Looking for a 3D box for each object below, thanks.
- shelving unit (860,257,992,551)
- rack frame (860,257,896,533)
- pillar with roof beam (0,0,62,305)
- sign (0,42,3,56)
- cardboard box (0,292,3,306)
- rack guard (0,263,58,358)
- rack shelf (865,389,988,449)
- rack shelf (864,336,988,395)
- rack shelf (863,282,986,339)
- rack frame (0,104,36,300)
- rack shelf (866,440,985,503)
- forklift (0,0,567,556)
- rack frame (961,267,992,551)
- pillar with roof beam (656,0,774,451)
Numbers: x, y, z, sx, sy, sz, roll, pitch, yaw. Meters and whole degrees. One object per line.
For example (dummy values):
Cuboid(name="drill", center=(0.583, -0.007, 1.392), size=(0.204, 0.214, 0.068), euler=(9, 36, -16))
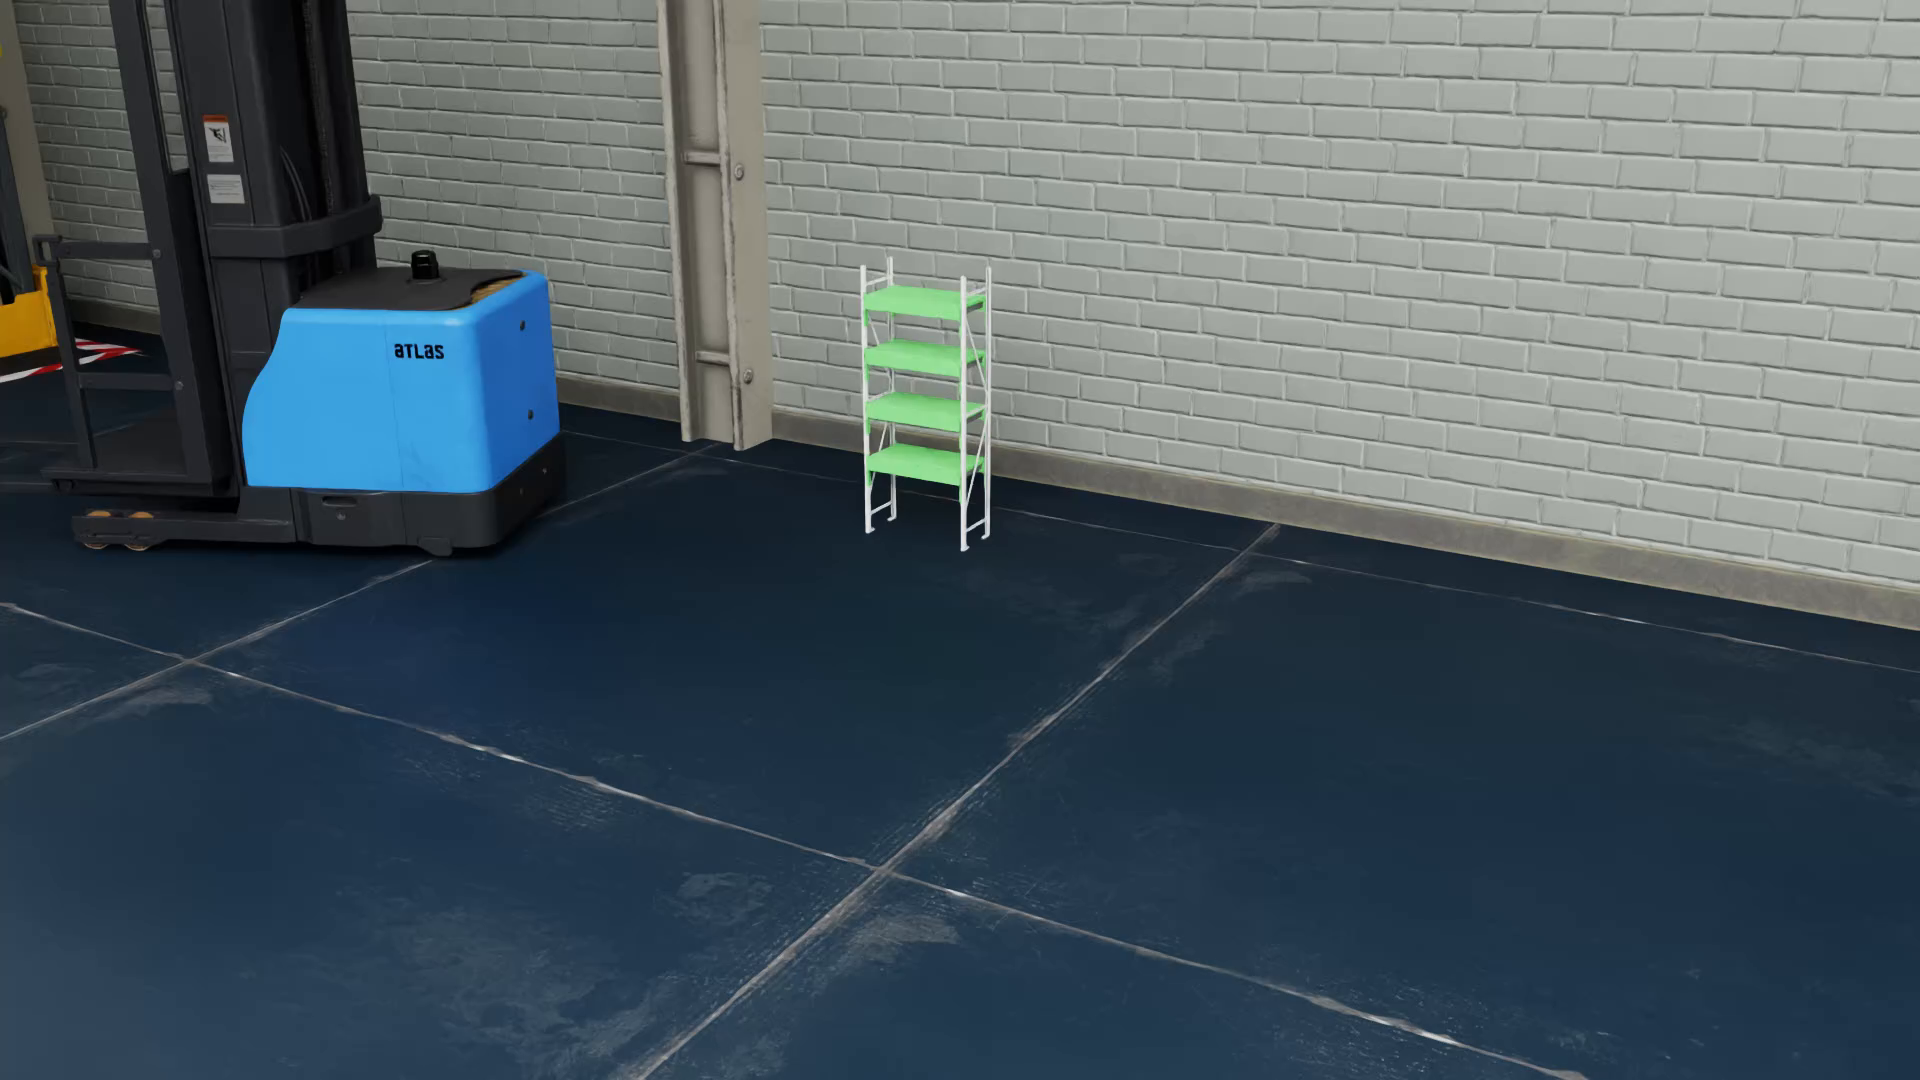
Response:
Cuboid(name="shelving unit", center=(-0.145, -0.592, 7.236), size=(0.503, 1.200, 0.258), euler=(11, 23, 27))
Cuboid(name="rack frame", center=(-0.358, -0.632, 7.348), size=(0.015, 1.200, 0.240), euler=(11, 23, 27))
Cuboid(name="pillar with roof beam", center=(-8.569, -4.488, 6.540), size=(0.400, 9.000, 9.100), euler=(11, 23, 27))
Cuboid(name="sign", center=(-6.025, -3.173, 10.329), size=(0.005, 0.325, 0.100), euler=(11, 23, 27))
Cuboid(name="cardboard box", center=(-6.635, -1.610, 10.820), size=(0.500, 0.250, 0.500), euler=(11, 23, 28))
Cuboid(name="rack guard", center=(-6.280, -1.386, 10.452), size=(0.348, 0.500, 1.175), euler=(11, 23, 27))
Cuboid(name="rack shelf", center=(-0.145, -0.531, 7.258), size=(0.480, 0.148, 0.258), euler=(11, 23, 27))
Cuboid(name="rack shelf", center=(-0.145, -0.757, 7.176), size=(0.480, 0.148, 0.258), euler=(11, 23, 27))
Cuboid(name="rack shelf", center=(-0.145, -0.983, 7.094), size=(0.480, 0.148, 0.258), euler=(11, 23, 27))
Cuboid(name="rack frame", center=(-6.301, -2.565, 10.037), size=(0.127, 3.000, 1.000), euler=(11, 23, 27))
Cuboid(name="rack shelf", center=(-0.145, -0.306, 7.340), size=(0.480, 0.148, 0.258), euler=(11, 23, 27))
Cuboid(name="forklift", center=(-3.429, -1.507, 7.221), size=(3.031, 2.935, 1.130), euler=(2, 20, 6))
Cuboid(name="rack frame", center=(0.068, -0.551, 7.125), size=(0.015, 1.200, 0.240), euler=(11, 23, 27))
Cuboid(name="pillar with roof beam", center=(-3.331, -3.490, 3.789), size=(0.400, 9.000, 9.100), euler=(11, 23, 27))
